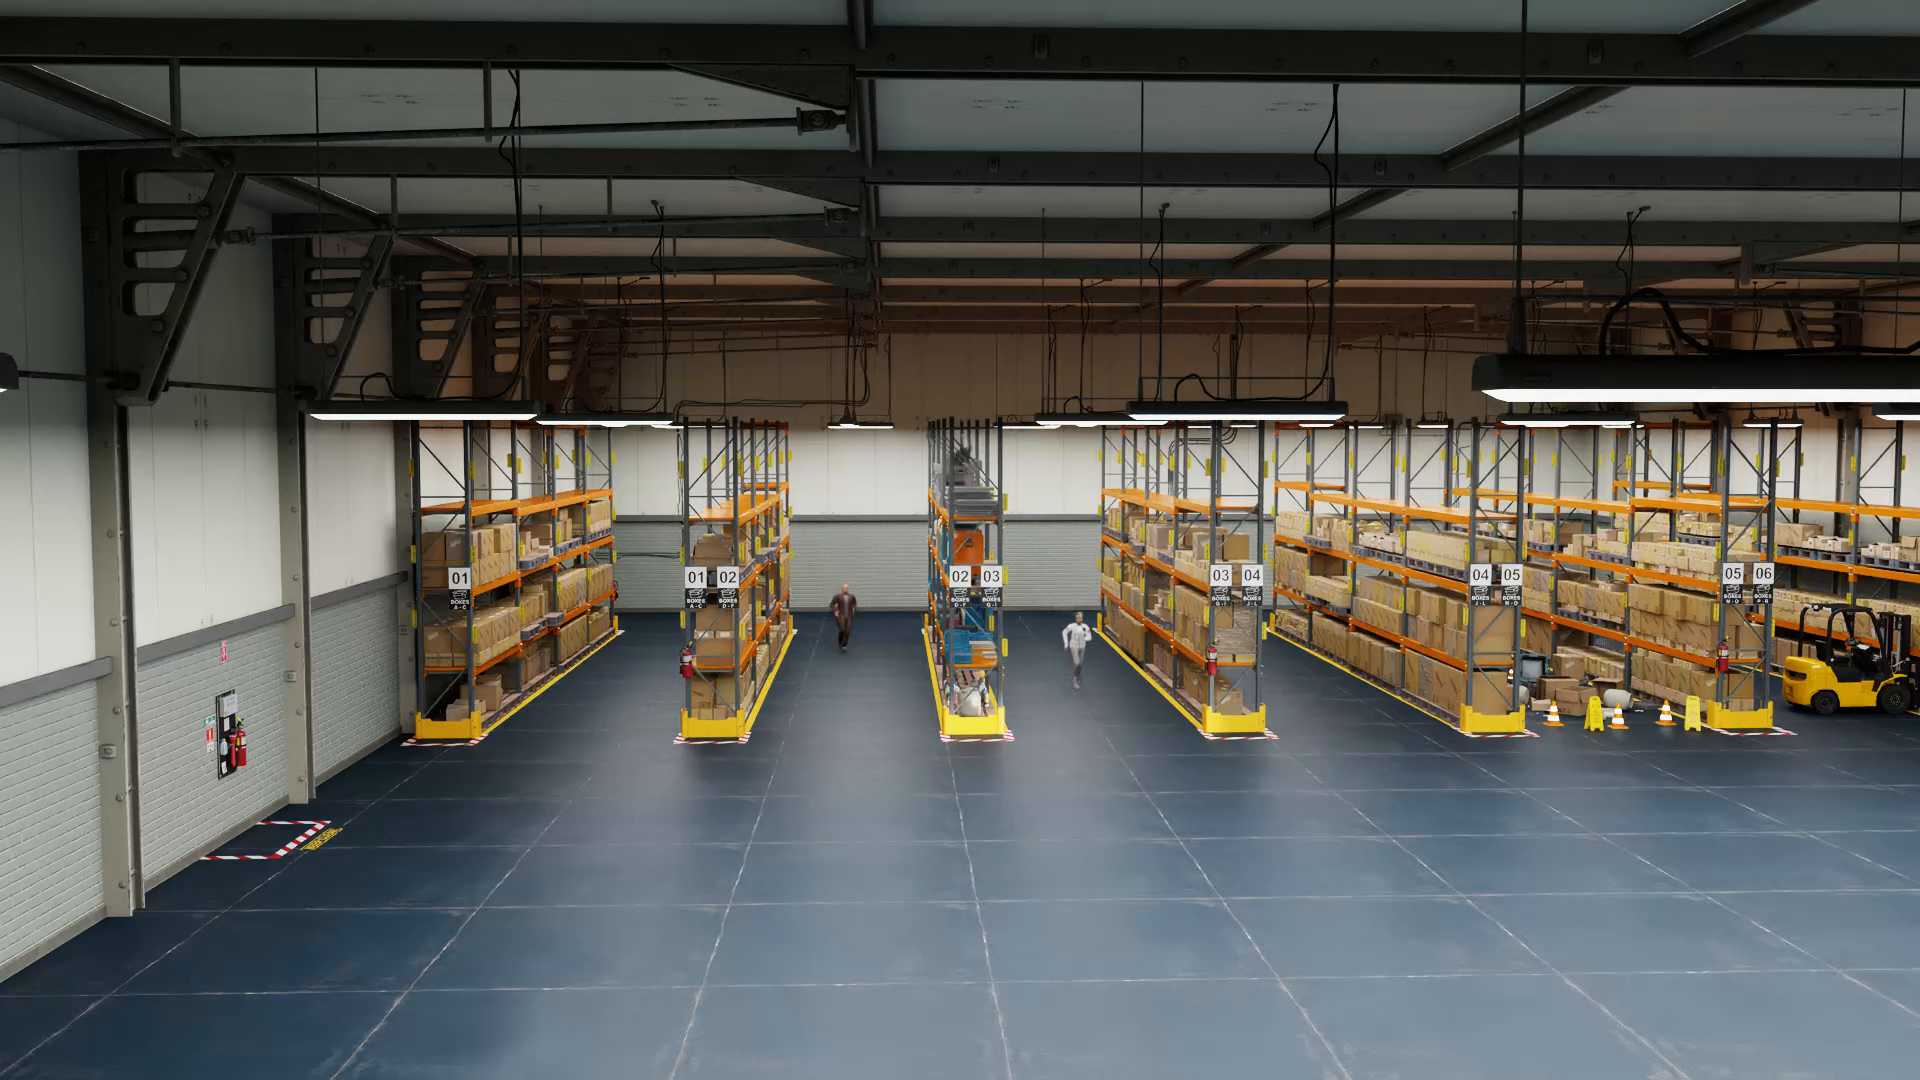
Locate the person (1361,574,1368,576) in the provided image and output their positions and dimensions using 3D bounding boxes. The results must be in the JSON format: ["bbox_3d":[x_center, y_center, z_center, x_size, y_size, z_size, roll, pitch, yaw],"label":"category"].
[{"bbox_3d":[11.309,1.812,46.544,0.675,1.745,0.821,-1,4,-9],"label":"person"}]

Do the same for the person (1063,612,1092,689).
[{"bbox_3d":[2.638,2.459,37.172,0.573,1.739,0.811,-1,4,-14],"label":"person"}]

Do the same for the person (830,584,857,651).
[{"bbox_3d":[-2.987,2.025,43.202,0.680,1.746,0.691,-1,4,-18],"label":"person"}]
